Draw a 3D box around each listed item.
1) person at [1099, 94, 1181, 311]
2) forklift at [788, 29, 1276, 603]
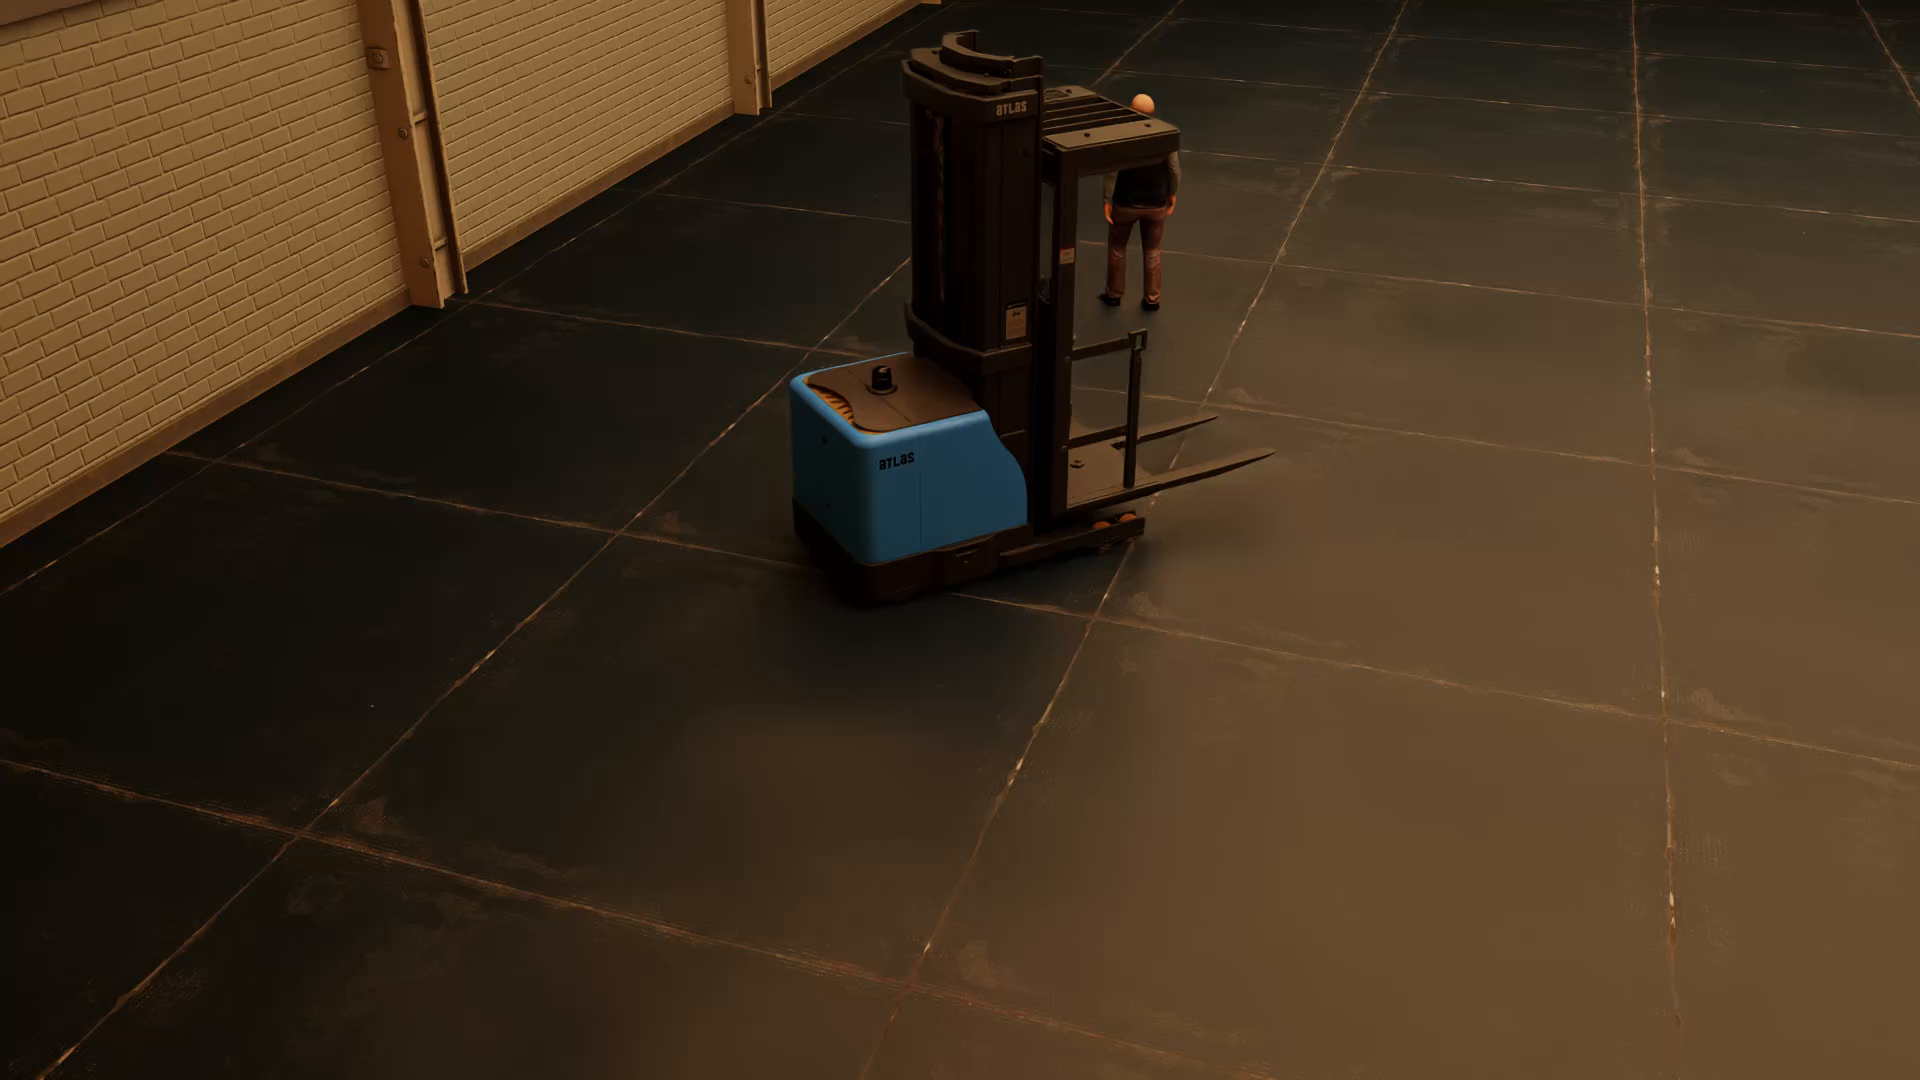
[{"bbox_3d":[1.392,-2.635,13.017,0.614,1.748,0.509,-2,30,-4],"label":"person"},{"bbox_3d":[0.537,-1.431,9.646,3.031,2.935,1.130,-15,33,-25],"label":"forklift"}]
